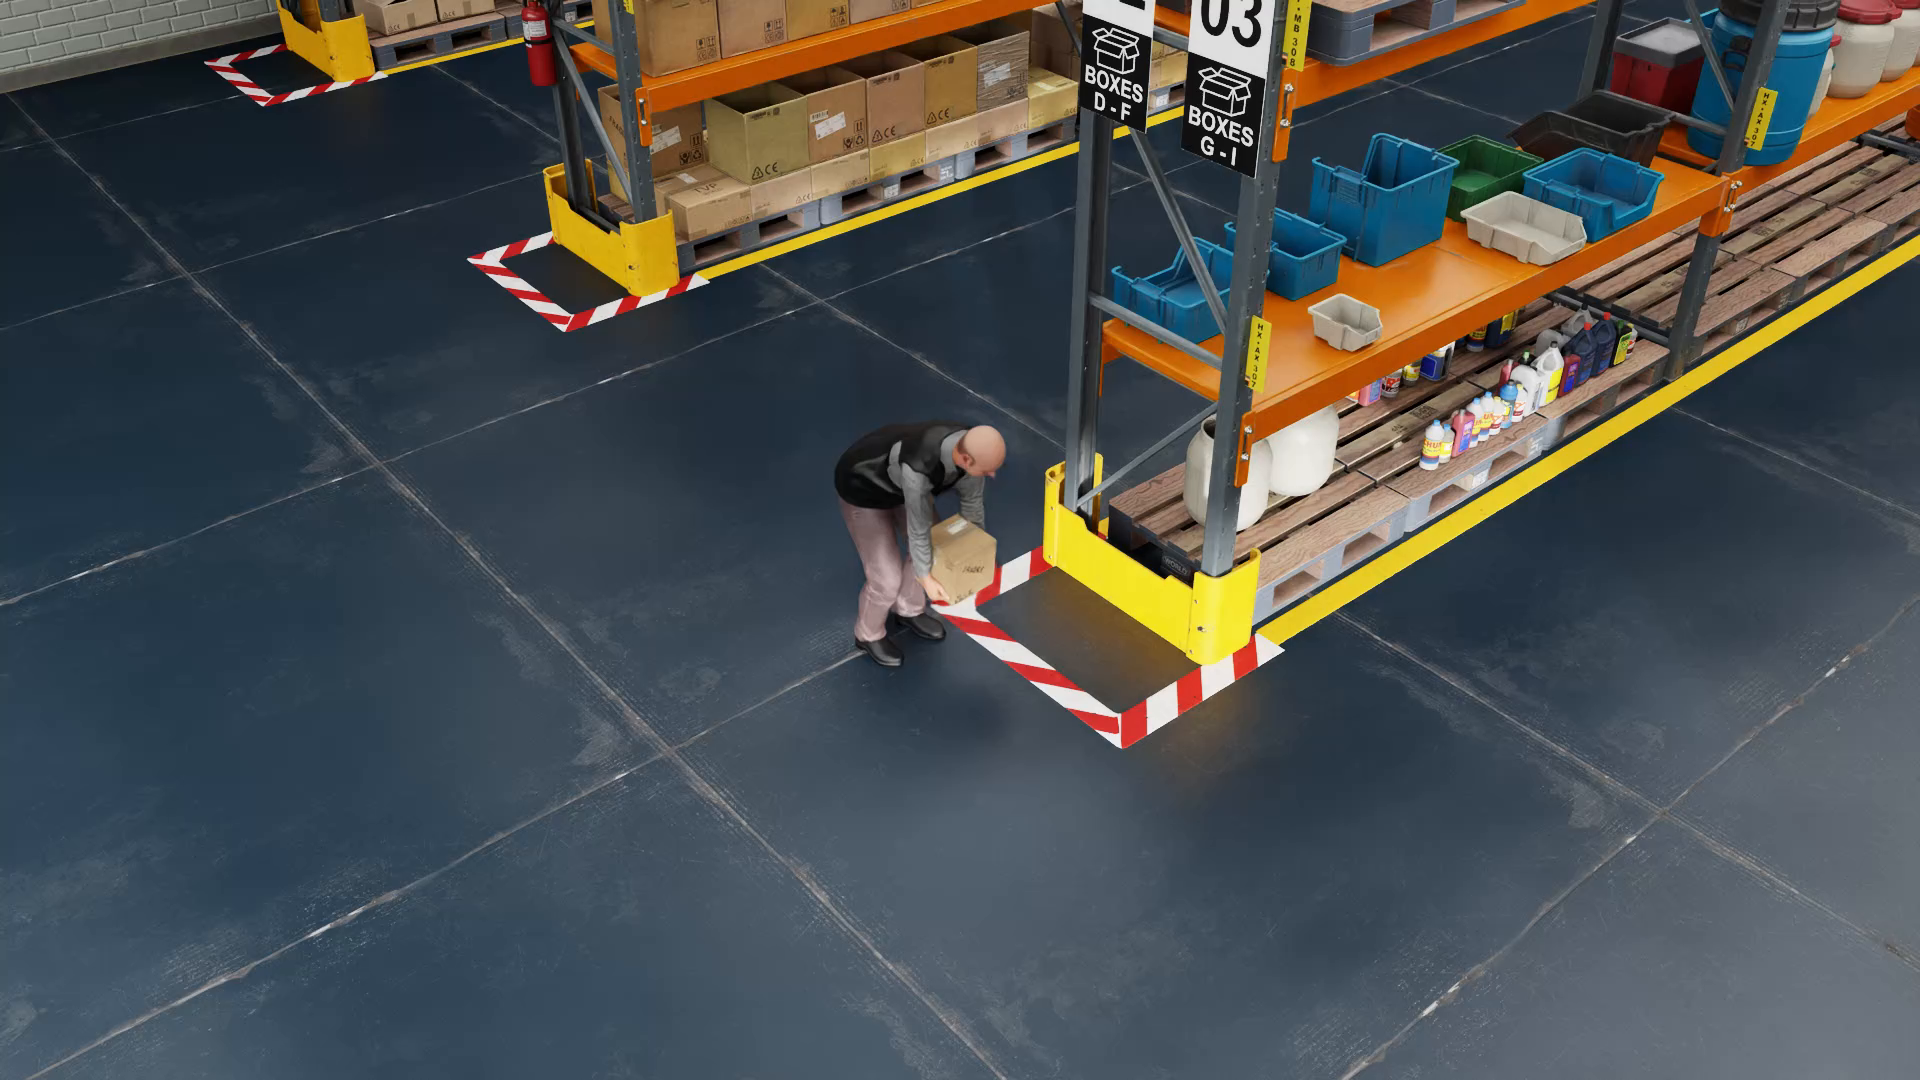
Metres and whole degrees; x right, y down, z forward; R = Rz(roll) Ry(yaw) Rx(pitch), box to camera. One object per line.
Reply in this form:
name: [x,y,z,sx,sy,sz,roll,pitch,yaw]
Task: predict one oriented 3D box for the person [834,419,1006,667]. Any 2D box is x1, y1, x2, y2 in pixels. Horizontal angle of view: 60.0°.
person: [-0.152,-0.021,7.419,0.861,1.388,0.469,27,44,32]
